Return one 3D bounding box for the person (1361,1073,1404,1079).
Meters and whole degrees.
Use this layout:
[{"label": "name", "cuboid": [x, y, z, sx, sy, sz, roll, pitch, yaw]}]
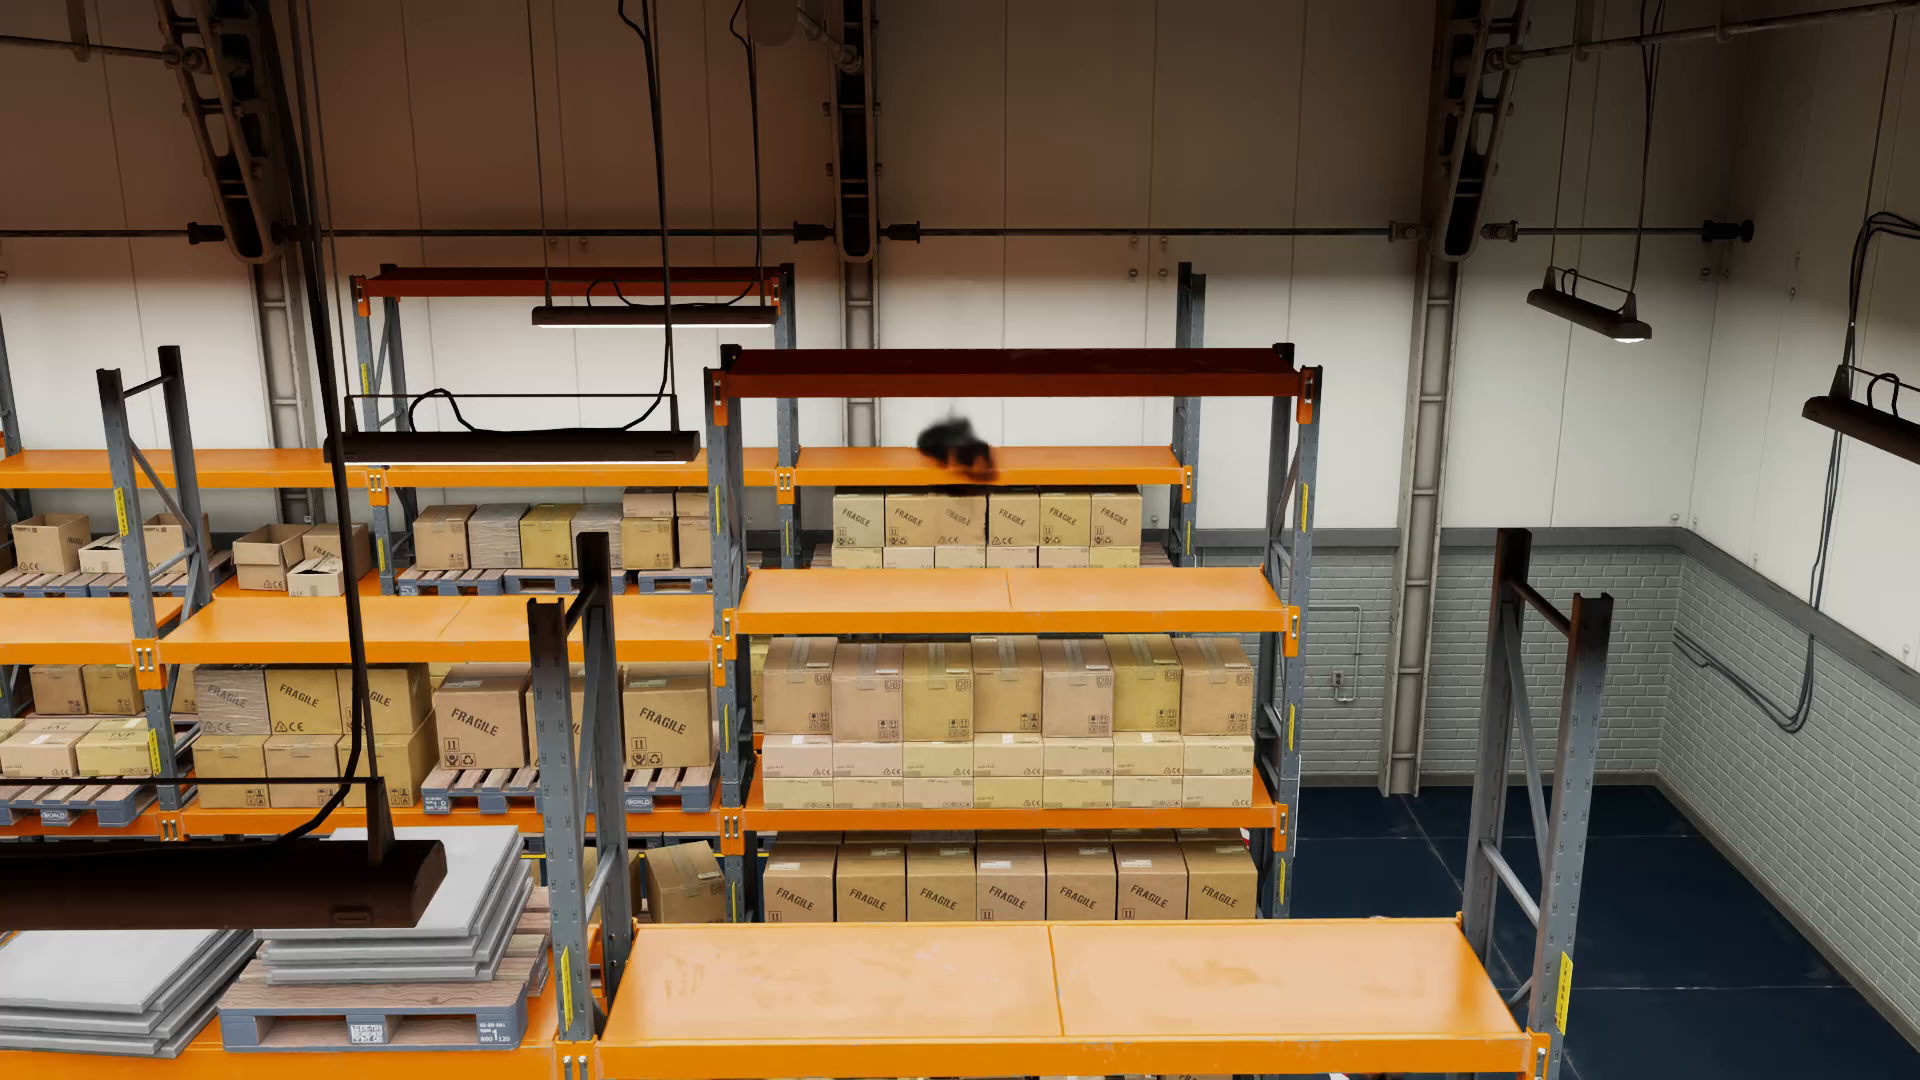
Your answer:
[{"label": "person", "cuboid": [3.235, 3.701, 12.851, 0.685, 1.676, 0.624, 4, 17, 14]}]
